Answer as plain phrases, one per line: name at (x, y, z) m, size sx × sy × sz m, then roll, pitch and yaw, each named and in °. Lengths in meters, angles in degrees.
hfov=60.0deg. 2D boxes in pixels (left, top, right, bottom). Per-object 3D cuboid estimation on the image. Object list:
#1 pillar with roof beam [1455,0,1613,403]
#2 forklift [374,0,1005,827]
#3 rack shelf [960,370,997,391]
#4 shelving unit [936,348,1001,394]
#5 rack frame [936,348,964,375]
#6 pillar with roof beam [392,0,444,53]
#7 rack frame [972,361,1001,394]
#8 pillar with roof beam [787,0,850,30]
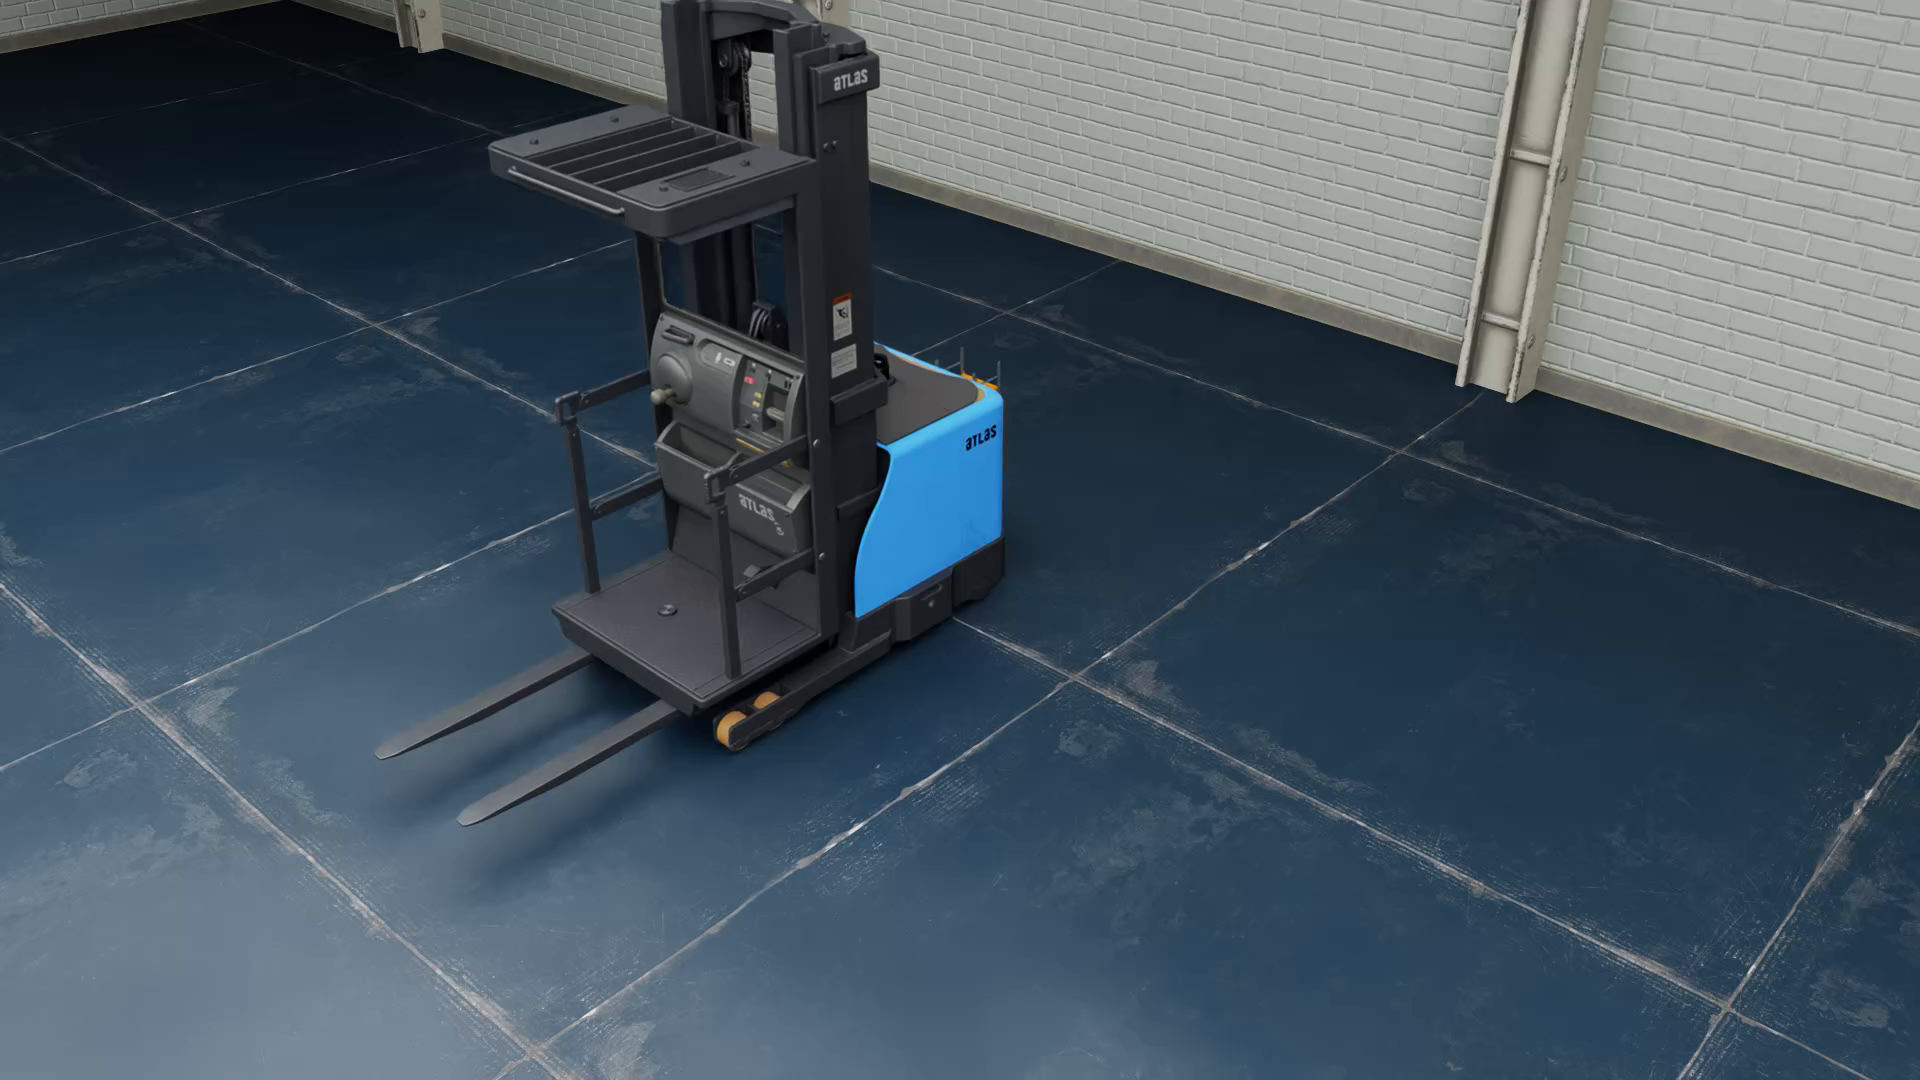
pillar with roof beam at (0.442, -3.169, 5.290) m, size 0.400 × 9.000 × 9.100 m, roll 25°, pitch 39°, yaw 35°
forklift at (-1.147, -0.640, 6.971) m, size 1.130 × 2.935 × 3.031 m, roll 26°, pitch 39°, yaw 36°
rack shelf at (0.040, -0.665, 8.308) m, size 0.240 × 0.259 × 0.215 m, roll 25°, pitch 39°, yaw 35°
shelving unit at (0.040, -0.431, 8.448) m, size 0.252 × 1.050 × 0.215 m, roll 25°, pitch 39°, yaw 35°
rack frame at (-0.051, -0.474, 8.519) m, size 0.008 × 1.050 × 0.200 m, roll 25°, pitch 39°, yaw 35°
pillar with roof beam at (-8.455, -7.322, 12.188) m, size 0.400 × 9.000 × 9.100 m, roll 25°, pitch 39°, yaw 35°
rack frame at (0.130, -0.389, 8.378) m, size 0.008 × 1.050 × 0.200 m, roll 25°, pitch 39°, yaw 35°
pillar with roof beam at (-4.006, -5.246, 8.739) m, size 0.400 × 9.000 × 9.100 m, roll 25°, pitch 39°, yaw 35°
